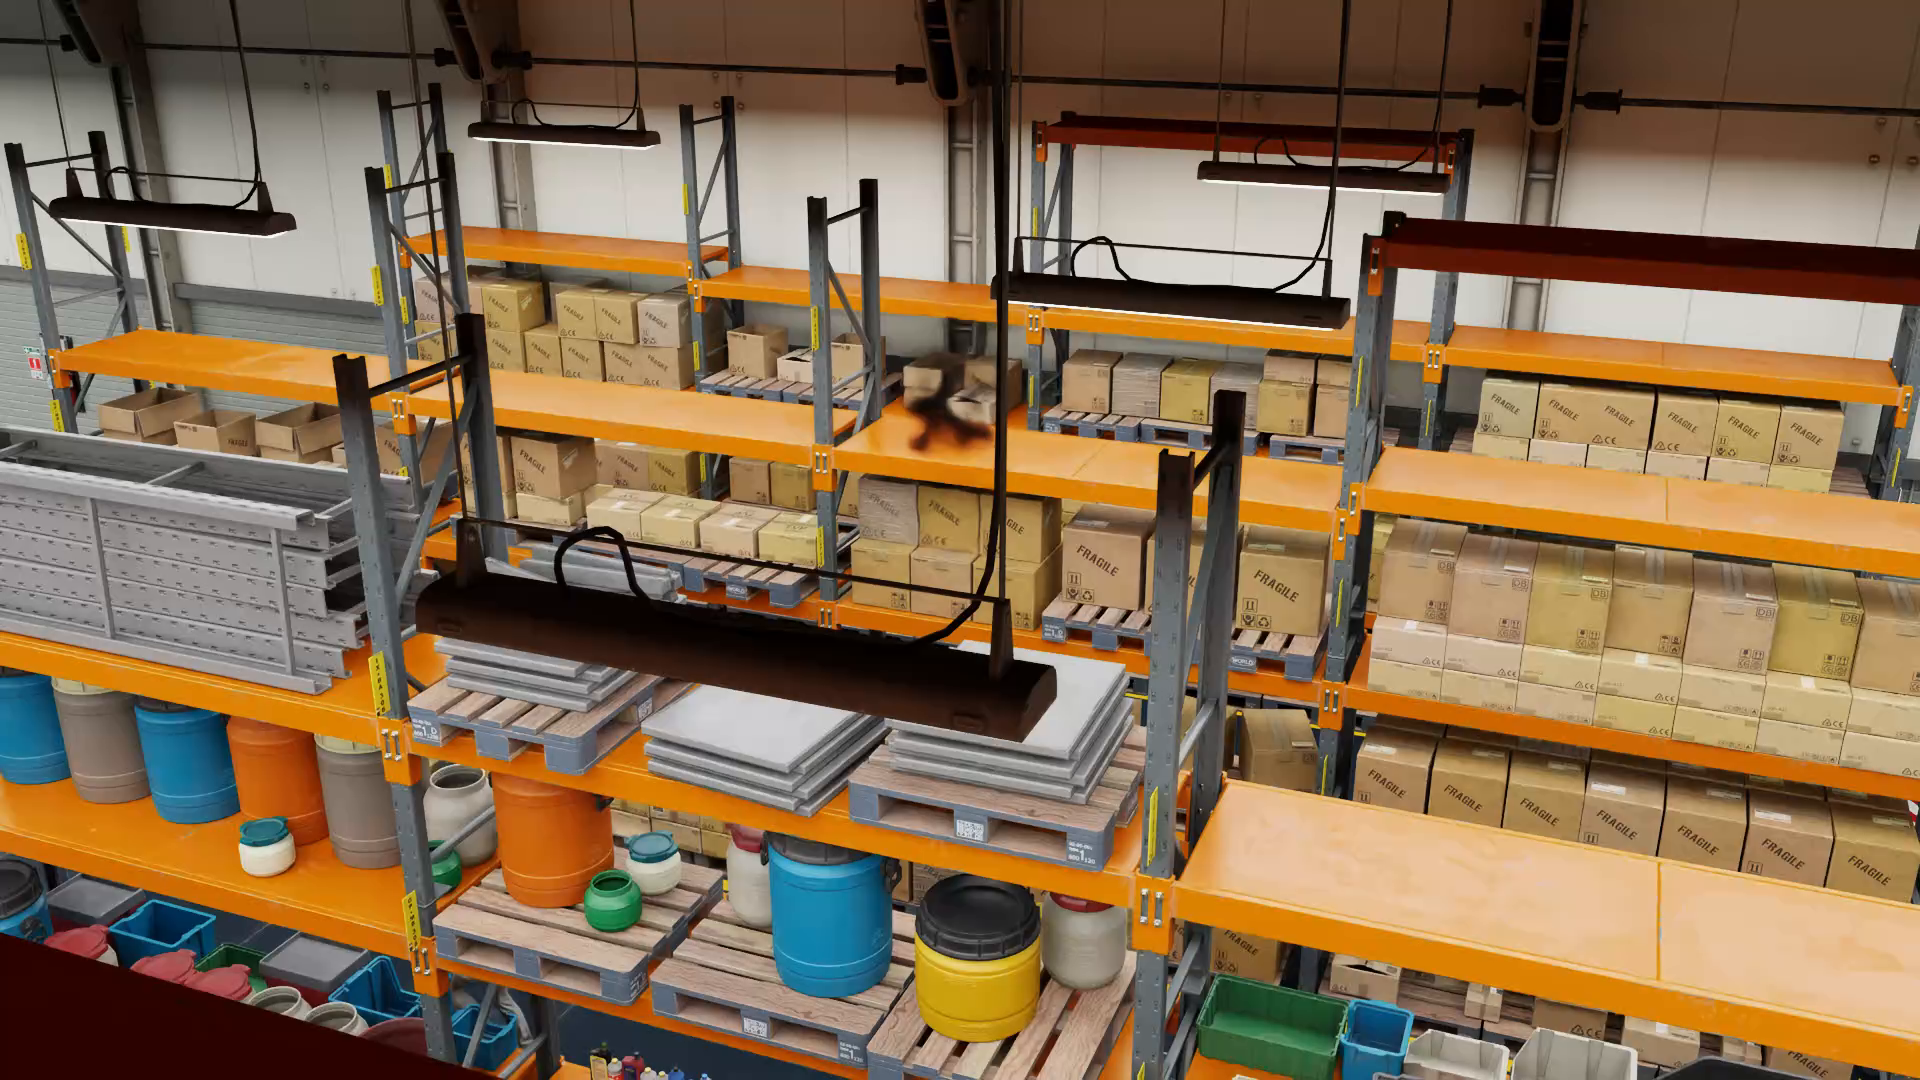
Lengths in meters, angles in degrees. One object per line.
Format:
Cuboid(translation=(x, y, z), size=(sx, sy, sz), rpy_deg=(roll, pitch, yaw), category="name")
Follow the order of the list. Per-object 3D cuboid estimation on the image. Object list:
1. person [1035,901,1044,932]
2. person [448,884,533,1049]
Cuboid(translation=(0.632, 3.244, 11.440), size=(0.727, 1.799, 0.685), rpy_deg=(4, 21, 11), category="person")
Cuboid(translation=(-3.506, 3.029, 12.059), size=(0.780, 1.650, 0.631), rpy_deg=(11, 24, 27), category="person")
